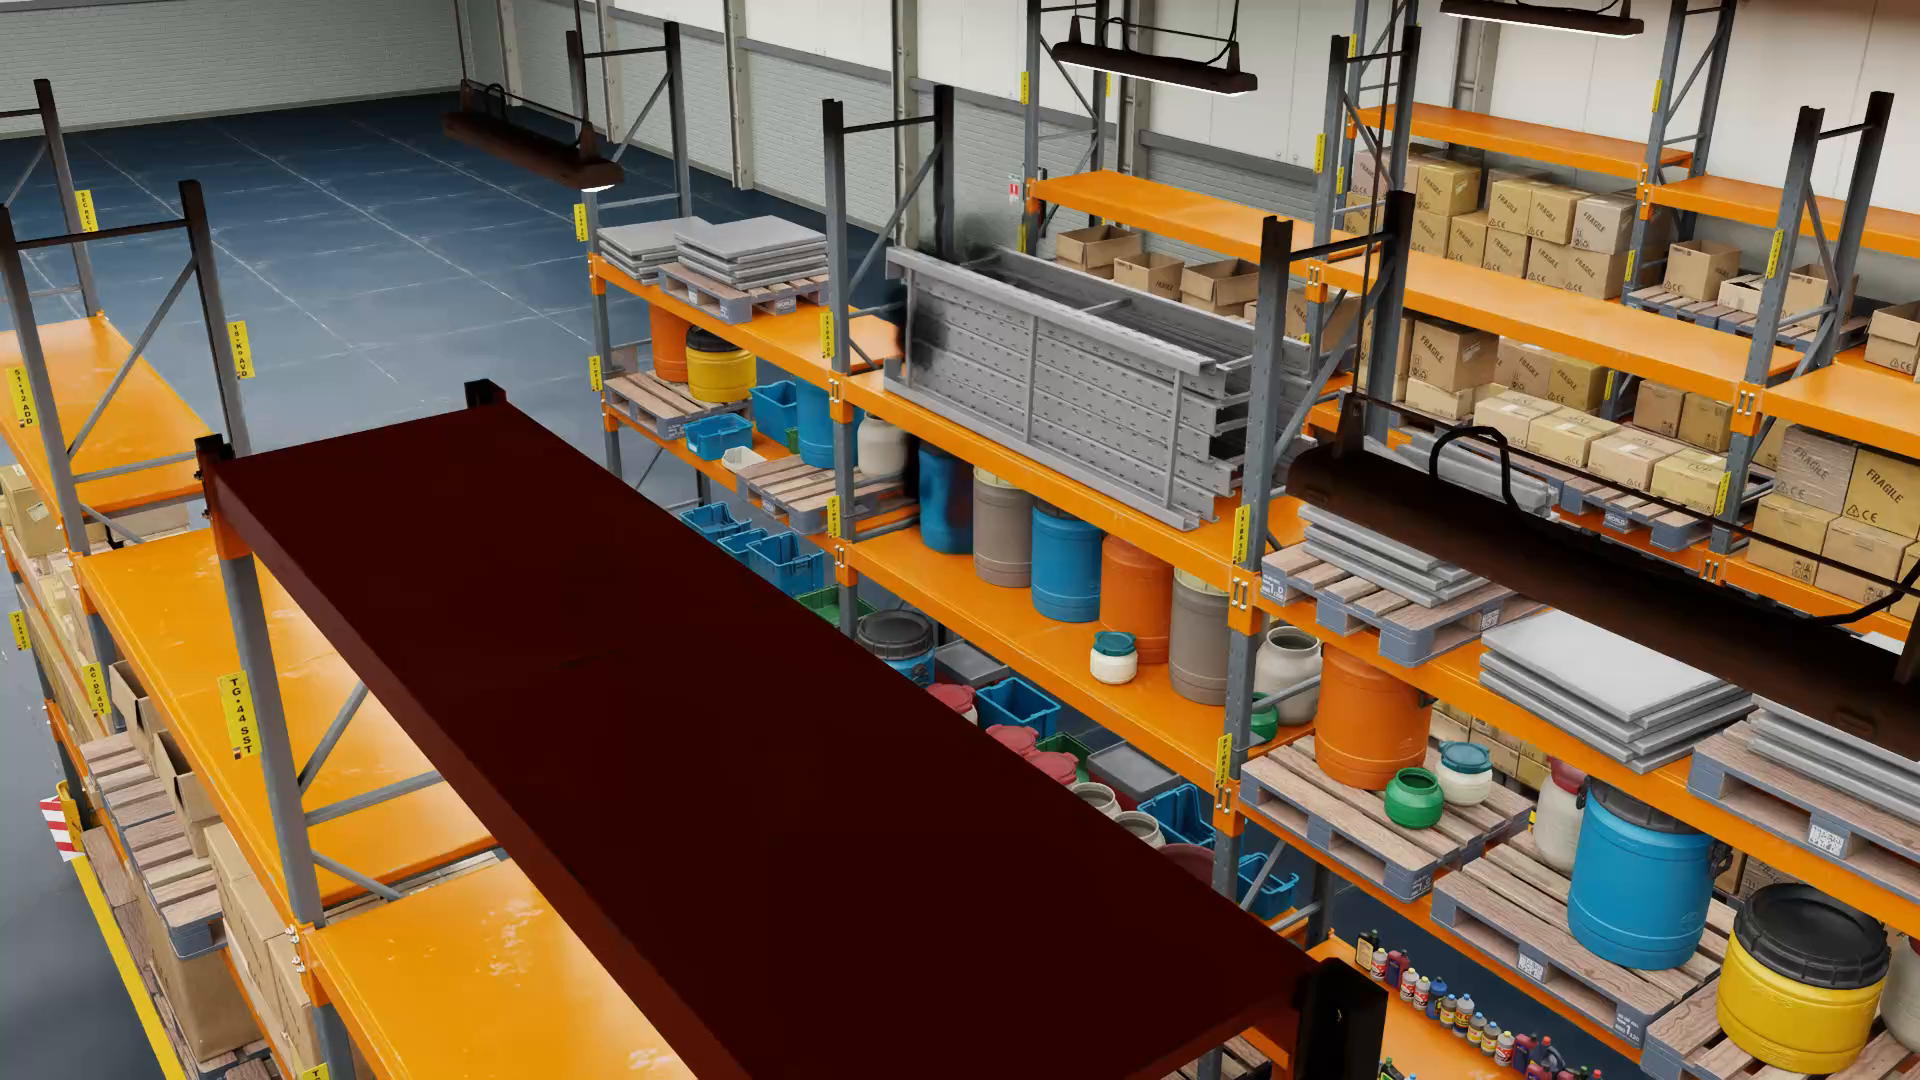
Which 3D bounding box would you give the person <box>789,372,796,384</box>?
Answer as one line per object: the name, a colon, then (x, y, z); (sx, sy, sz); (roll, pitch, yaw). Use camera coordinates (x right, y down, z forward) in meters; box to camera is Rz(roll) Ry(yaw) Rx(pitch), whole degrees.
person: (-1.793, -1.305, 19.697); (0.864, 1.842, 0.687); (-3, 25, -7)
